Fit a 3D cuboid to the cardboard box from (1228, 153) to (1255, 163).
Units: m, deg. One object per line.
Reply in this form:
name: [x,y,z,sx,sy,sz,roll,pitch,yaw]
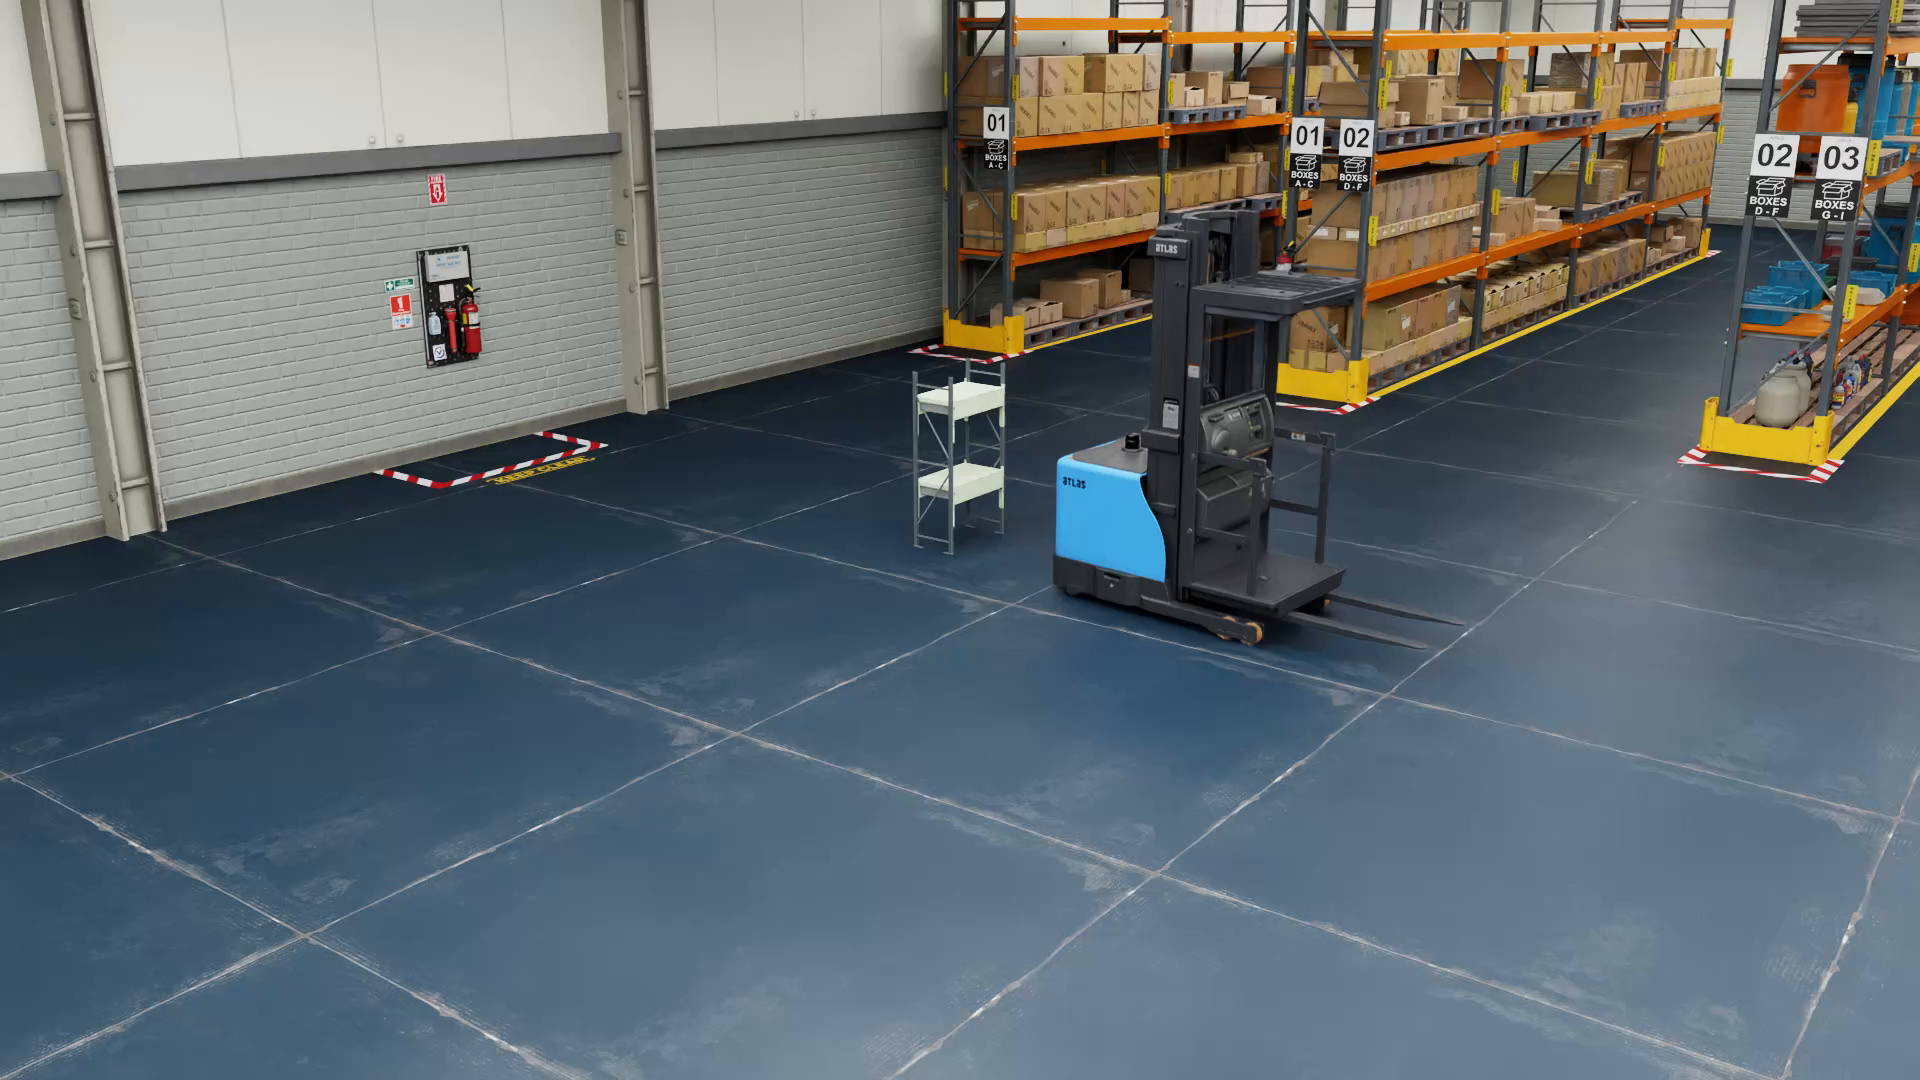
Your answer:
cardboard box: [4.676,-6.342,27.605,0.380,0.149,0.250,9,19,26]

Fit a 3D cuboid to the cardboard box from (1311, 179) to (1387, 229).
cardboard box: [4.571,-3.950,19.550,0.700,0.500,0.500,13,21,35]

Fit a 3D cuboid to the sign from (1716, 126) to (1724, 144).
sign: [14.218,-7.573,31.088,0.100,0.325,0.005,12,21,35]

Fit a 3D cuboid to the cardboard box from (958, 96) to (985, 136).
cardboard box: [0.316,-5.670,22.184,0.500,0.500,0.500,14,22,39]

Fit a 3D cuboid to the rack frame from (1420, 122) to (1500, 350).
rack frame: [6.635,-4.114,22.434,1.000,3.000,0.127,12,21,35]

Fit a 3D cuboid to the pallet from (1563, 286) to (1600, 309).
pallet: [9.493,-3.906,26.467,1.003,0.211,1.213,12,21,35]

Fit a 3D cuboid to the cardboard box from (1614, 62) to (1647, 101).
cardboard box: [11.042,-7.641,27.689,0.600,0.600,0.600,10,20,30]

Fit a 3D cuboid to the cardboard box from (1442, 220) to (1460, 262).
cardboard box: [6.066,-3.928,21.667,0.700,0.500,0.500,12,21,34]

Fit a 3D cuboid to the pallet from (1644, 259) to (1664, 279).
pallet: [11.811,-4.851,29.510,1.003,0.211,1.213,12,21,35]

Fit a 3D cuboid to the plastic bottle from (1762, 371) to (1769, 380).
plastic bottle: [9.024,-1.744,18.640,0.061,0.283,0.133,13,22,36]

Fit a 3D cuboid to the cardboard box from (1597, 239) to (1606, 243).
cardboard box: [10.608,-4.835,28.228,0.500,0.500,0.500,13,21,35]

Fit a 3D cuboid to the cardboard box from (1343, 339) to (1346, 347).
cardboard box: [4.622,-2.350,20.681,0.500,0.250,0.500,12,21,35]

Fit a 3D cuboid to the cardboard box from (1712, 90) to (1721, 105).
cardboard box: [13.690,-8.164,30.671,0.500,0.250,0.500,12,21,35]

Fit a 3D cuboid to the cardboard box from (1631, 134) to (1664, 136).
cardboard box: [12.399,-7.073,30.108,0.500,0.500,0.500,12,21,34]

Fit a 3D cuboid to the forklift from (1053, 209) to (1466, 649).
forklift: [2.173,-0.824,11.956,3.031,2.935,1.130,14,22,38]

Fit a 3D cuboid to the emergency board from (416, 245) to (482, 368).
emergency board: [-5.085,-2.345,16.736,0.194,1.169,0.643,12,21,35]

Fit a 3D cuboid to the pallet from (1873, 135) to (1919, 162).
pallet: [10.259,-4.391,18.587,1.213,0.211,1.003,12,21,35]

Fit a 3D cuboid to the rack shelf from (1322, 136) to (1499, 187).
rack shelf: [5.443,-4.727,20.562,1.077,0.370,4.000,12,21,35]

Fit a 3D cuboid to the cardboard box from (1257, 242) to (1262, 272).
cardboard box: [4.650,-4.777,28.041,0.700,0.500,0.500,13,21,35]

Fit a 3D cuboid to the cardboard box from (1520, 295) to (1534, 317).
cardboard box: [7.990,-3.420,24.128,0.500,0.250,0.500,13,21,36]

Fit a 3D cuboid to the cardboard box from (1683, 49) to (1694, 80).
cardboard box: [12.365,-8.314,29.046,0.700,0.500,0.500,12,21,35]

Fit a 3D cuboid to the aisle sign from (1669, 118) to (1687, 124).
aisle sign: [13.589,-8.282,31.472,0.394,0.787,0.004,12,21,35]

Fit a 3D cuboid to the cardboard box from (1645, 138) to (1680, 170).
cardboard box: [12.215,-6.730,29.004,0.500,0.500,0.500,12,21,33]

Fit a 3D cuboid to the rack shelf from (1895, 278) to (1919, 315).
rack shelf: [11.802,-3.371,21.253,1.077,0.370,4.000,12,21,35]

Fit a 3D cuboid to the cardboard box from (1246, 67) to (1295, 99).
cardboard box: [5.275,-7.755,28.191,0.700,0.500,0.500,11,20,30]

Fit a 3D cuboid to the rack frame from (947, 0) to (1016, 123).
rack frame: [0.271,-6.901,21.292,1.000,3.000,0.127,12,21,35]

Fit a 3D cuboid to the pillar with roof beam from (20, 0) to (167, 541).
pillar with roof beam: [-3.700,-3.602,10.668,9.100,9.000,0.400,12,21,35]

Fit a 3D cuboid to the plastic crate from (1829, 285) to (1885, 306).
plastic crate: [9.846,-2.680,18.262,0.530,0.136,0.437,12,21,35]

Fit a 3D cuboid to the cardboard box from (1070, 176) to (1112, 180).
cardboard box: [1.895,-5.087,24.522,0.500,0.500,0.500,12,21,34]

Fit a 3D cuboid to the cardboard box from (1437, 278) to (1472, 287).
cardboard box: [6.951,-3.541,23.573,0.500,0.311,0.500,13,22,36]

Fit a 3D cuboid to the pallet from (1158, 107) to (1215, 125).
pallet: [3.107,-6.460,25.246,1.213,0.211,1.003,12,21,35]

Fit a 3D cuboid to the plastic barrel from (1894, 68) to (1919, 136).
plastic barrel: [11.518,-5.381,20.610,0.600,0.901,0.708,12,21,35]

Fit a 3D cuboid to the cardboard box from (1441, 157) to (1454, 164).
cardboard box: [9.508,-7.867,34.012,0.980,0.700,0.700,14,22,37]

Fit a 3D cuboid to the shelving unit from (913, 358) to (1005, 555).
shelving unit: [-0.004,-0.715,14.016,0.431,1.500,0.755,12,21,35]

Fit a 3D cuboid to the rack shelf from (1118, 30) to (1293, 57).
rack shelf: [3.846,-7.795,26.060,1.077,0.370,4.000,12,21,35]

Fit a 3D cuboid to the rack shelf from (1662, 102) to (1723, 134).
rack shelf: [12.593,-7.585,29.766,1.077,0.370,4.000,12,21,35]

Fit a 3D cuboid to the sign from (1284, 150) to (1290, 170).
sign: [5.479,-6.363,27.856,0.100,0.325,0.005,12,21,35]

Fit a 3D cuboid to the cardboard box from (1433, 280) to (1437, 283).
cardboard box: [6.107,-3.305,22.491,0.500,0.500,0.500,12,21,35]

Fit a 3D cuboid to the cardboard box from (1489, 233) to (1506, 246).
cardboard box: [7.327,-4.169,23.035,0.380,0.149,0.250,12,21,35]

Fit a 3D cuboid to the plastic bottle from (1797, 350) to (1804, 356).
plastic bottle: [10.068,-2.147,19.957,0.097,0.271,0.097,0,17,0]

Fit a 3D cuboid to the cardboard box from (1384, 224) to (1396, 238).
cardboard box: [4.963,-3.697,19.828,0.380,0.149,0.250,13,21,35]

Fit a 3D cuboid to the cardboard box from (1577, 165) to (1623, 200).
cardboard box: [10.398,-5.836,27.103,0.700,0.500,0.500,7,19,21]

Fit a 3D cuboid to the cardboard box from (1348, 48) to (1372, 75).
cardboard box: [7.649,-9.069,31.443,0.500,0.500,0.500,12,21,34]

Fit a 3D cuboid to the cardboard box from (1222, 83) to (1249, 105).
cardboard box: [4.190,-7.140,26.913,0.797,0.503,0.637,16,24,42]

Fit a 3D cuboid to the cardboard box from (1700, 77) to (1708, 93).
cardboard box: [13.085,-8.167,29.837,0.500,0.250,0.500,12,21,35]

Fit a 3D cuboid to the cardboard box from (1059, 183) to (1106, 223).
cardboard box: [1.710,-4.755,23.454,0.500,0.500,0.500,13,22,36]

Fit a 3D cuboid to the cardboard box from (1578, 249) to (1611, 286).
cardboard box: [10.129,-4.385,26.780,0.500,0.500,0.500,12,21,34]

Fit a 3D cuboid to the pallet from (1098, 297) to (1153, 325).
pallet: [2.282,-3.491,25.128,1.003,0.211,1.213,12,21,35]

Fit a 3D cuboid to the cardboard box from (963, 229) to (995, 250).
cardboard box: [0.393,-4.119,22.670,0.500,0.250,0.500,13,21,35]

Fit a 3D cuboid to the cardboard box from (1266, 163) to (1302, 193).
cardboard box: [5.532,-6.211,28.483,0.500,0.500,0.500,13,22,36]

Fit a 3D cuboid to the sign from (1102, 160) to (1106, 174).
sign: [2.206,-5.639,25.391,0.100,0.325,0.005,12,21,35]

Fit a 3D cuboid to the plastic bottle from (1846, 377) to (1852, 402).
plastic bottle: [9.821,-1.675,18.437,0.097,0.271,0.097,0,17,0]

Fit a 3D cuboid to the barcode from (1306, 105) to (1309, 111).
barcode: [4.044,-5.028,19.341,0.001,0.075,0.075,12,21,35]

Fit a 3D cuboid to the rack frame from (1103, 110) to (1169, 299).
rack frame: [2.654,-4.989,25.250,1.000,3.000,0.127,12,21,35]

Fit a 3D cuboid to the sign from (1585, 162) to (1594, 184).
sign: [9.466,-5.522,25.017,0.100,0.325,0.005,12,21,35]

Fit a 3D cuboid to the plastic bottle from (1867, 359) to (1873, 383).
plastic bottle: [10.589,-1.978,19.393,0.061,0.283,0.133,14,22,37]

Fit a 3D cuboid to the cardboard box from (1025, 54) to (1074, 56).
cardboard box: [1.251,-6.516,23.222,0.500,0.500,0.500,12,21,35]

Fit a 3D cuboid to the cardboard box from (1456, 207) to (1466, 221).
cardboard box: [6.342,-4.248,21.602,0.380,0.149,0.250,12,21,33]

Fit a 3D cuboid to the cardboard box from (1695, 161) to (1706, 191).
cardboard box: [13.430,-6.741,30.725,0.500,0.500,0.500,13,21,35]
